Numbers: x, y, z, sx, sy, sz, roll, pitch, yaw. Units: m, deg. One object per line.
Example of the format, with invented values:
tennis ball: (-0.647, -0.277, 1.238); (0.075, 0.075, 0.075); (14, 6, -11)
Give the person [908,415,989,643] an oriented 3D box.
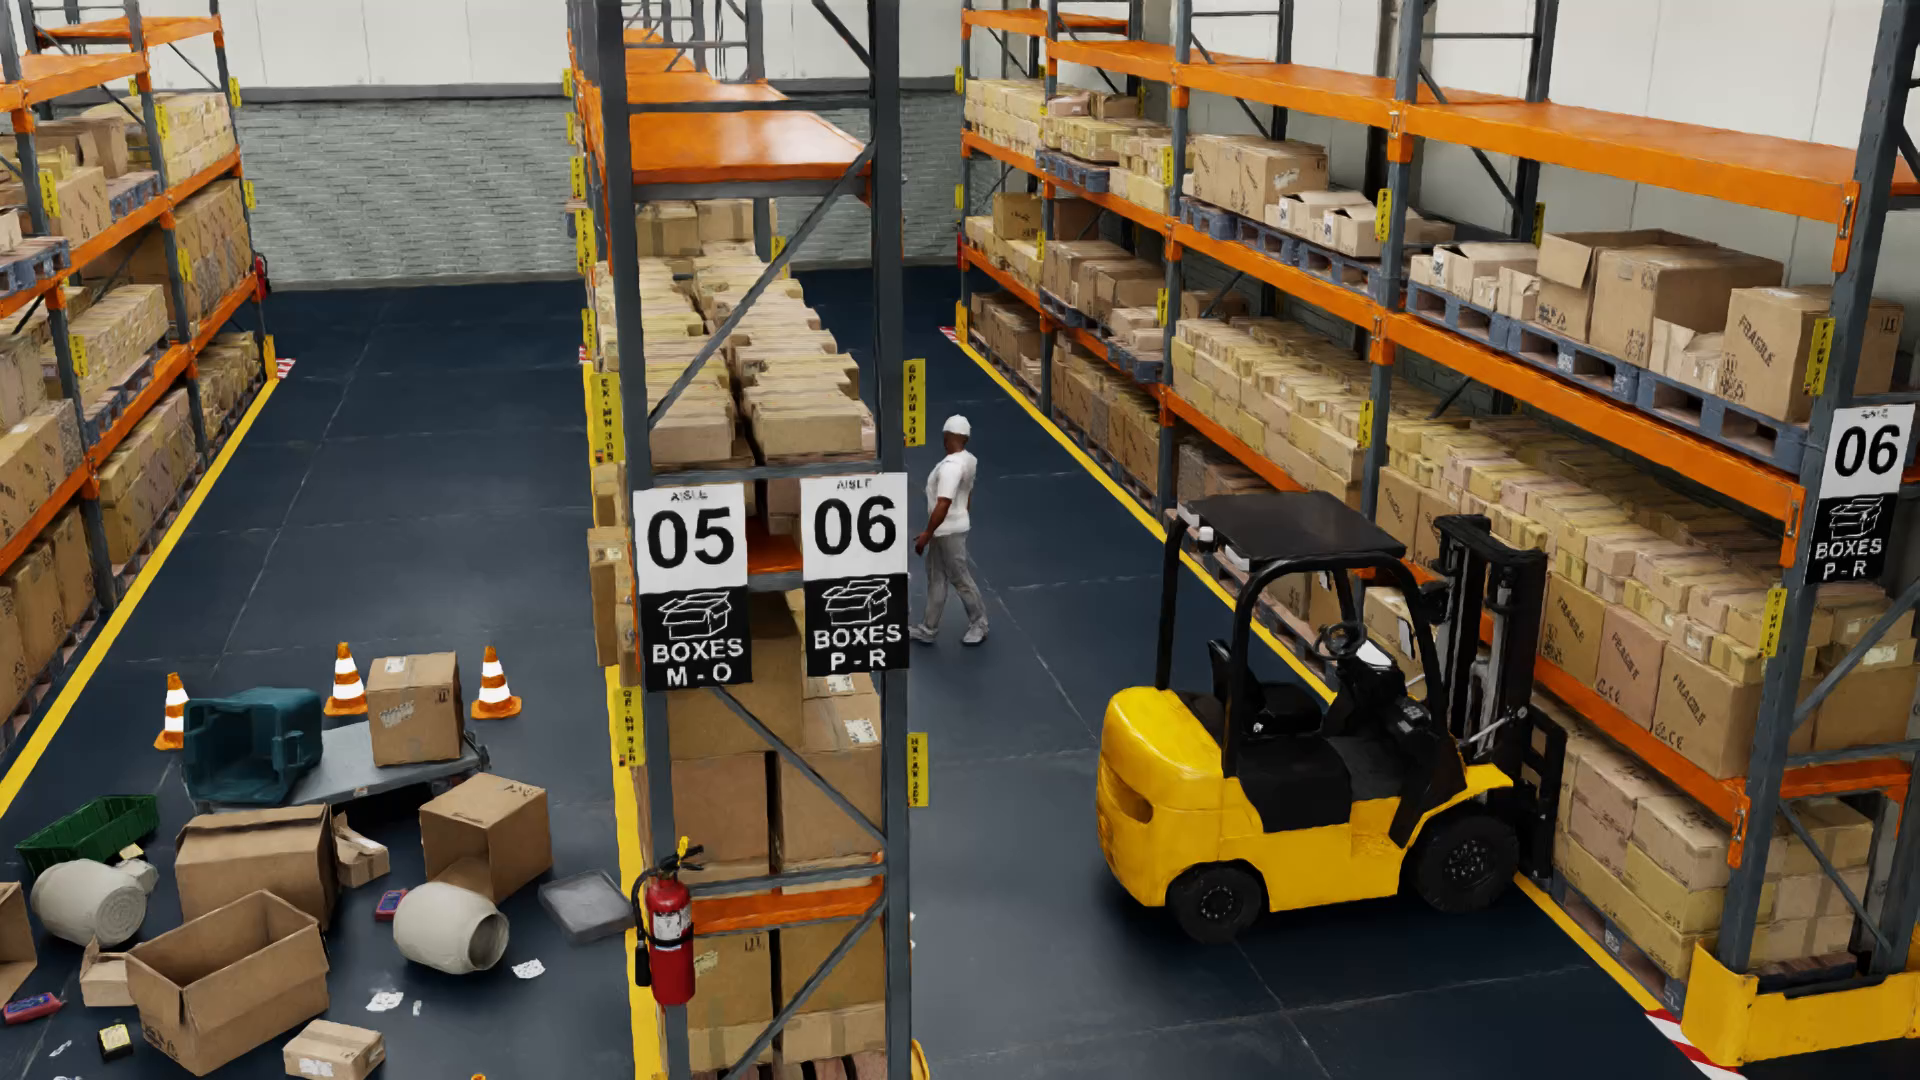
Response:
person: (-0.117, -0.082, 12.602); (0.679, 1.737, 0.613); (0, 19, -1)
